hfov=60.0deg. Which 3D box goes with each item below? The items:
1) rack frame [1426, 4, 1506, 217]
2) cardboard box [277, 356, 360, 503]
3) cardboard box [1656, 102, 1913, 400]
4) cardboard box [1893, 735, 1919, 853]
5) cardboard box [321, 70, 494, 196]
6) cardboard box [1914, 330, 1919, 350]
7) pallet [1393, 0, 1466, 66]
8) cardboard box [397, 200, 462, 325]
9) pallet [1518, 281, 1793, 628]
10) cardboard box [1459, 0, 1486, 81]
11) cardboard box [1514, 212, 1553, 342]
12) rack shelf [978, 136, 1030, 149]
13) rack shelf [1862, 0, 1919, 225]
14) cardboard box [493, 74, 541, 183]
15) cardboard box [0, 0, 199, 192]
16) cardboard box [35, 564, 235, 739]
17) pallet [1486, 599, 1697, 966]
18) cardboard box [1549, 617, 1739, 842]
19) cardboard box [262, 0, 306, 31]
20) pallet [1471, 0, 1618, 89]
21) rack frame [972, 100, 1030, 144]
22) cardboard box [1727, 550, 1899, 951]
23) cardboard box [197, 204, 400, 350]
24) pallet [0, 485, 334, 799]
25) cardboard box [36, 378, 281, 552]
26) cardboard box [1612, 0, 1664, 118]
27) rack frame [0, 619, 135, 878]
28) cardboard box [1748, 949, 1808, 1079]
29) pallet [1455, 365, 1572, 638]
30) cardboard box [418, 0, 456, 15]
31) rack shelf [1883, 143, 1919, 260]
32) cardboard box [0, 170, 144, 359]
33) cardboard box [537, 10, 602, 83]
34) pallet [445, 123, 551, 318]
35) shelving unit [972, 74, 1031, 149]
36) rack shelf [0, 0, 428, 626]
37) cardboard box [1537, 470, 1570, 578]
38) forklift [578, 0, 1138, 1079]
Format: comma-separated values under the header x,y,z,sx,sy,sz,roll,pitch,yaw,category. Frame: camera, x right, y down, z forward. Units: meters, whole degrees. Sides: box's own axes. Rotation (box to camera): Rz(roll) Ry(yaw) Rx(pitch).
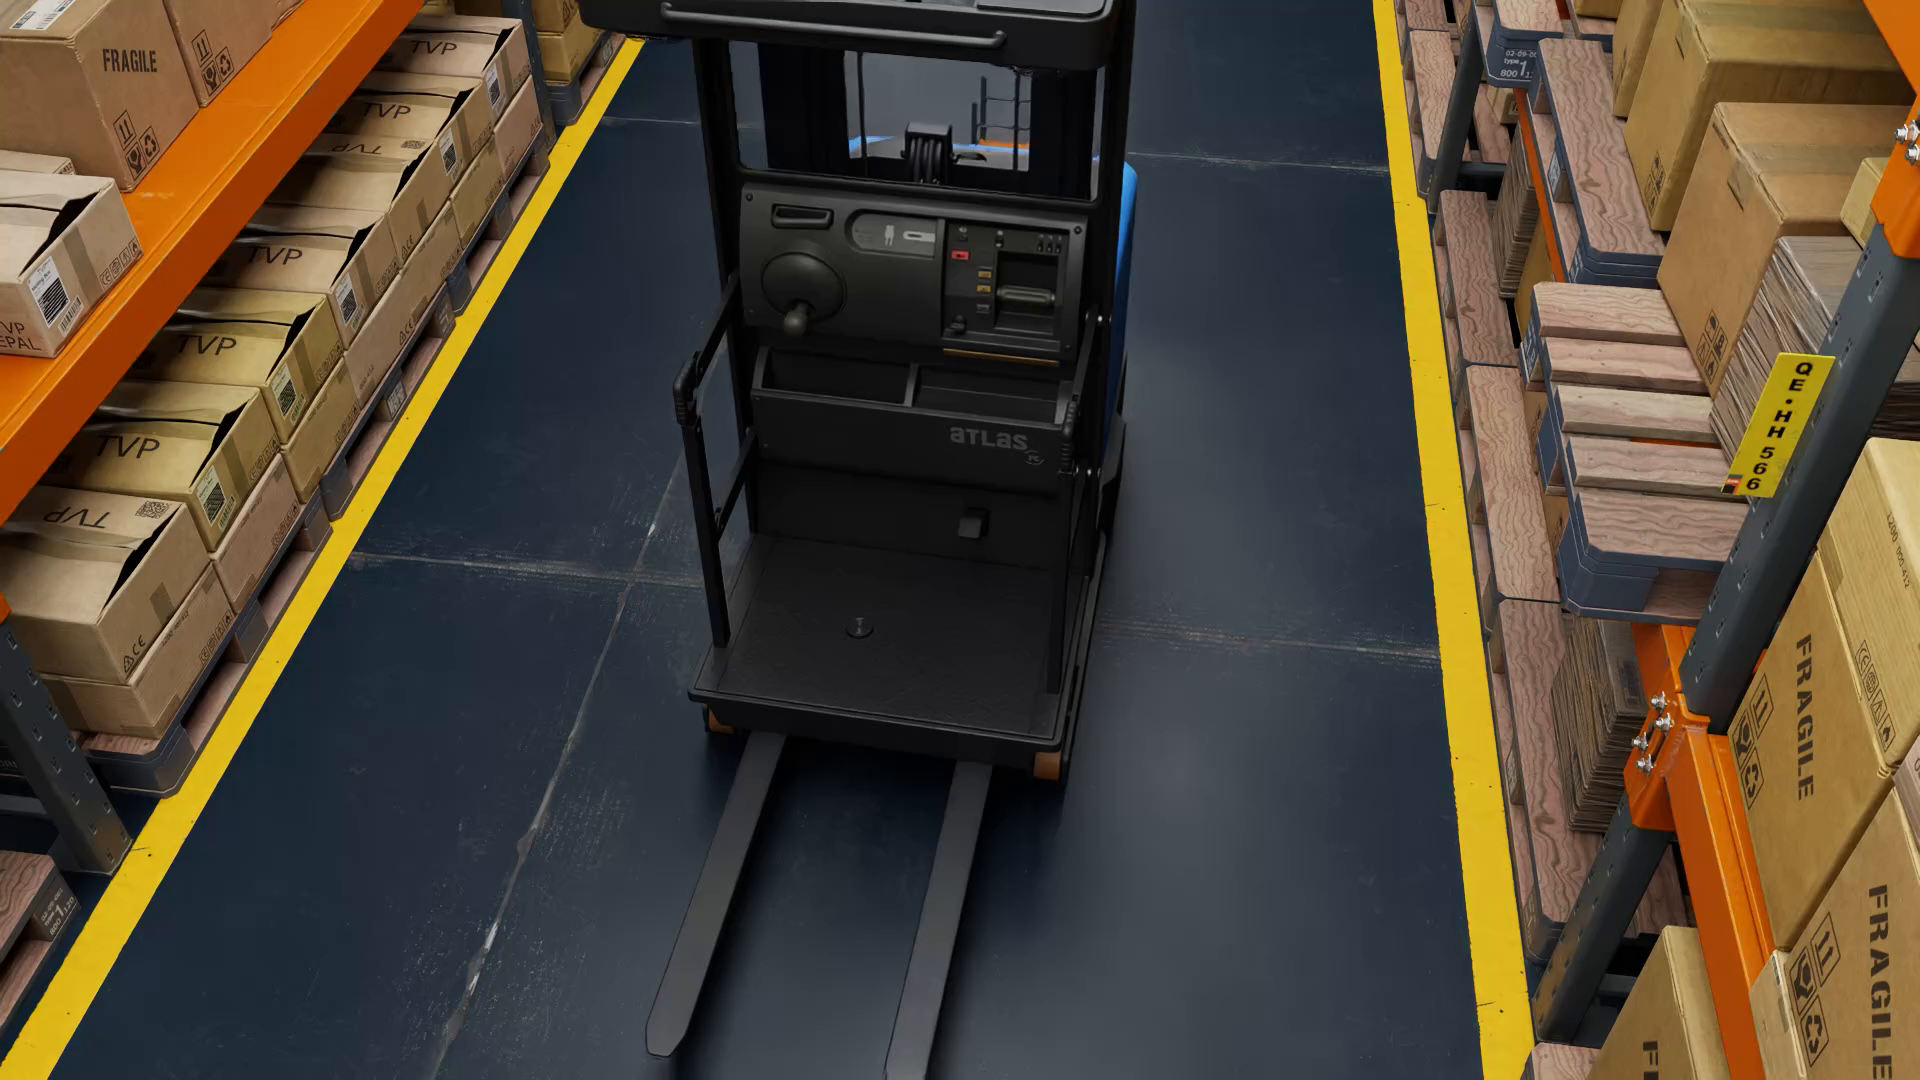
x,y,z,sx,sy,sz,roll,pitch,yaw,category
2.542,-2.494,6.202,1.000,3.000,0.127,5,44,6,rack frame
-2.409,-0.397,5.682,0.500,0.250,0.500,4,44,4,cardboard box
2.112,-0.668,3.881,0.700,0.500,0.500,1,43,2,cardboard box
1.627,0.461,2.232,0.500,0.250,0.500,5,44,5,cardboard box
-2.201,-1.642,6.589,0.500,0.311,0.500,6,44,7,cardboard box
2.029,-0.437,3.165,0.380,0.149,0.250,0,43,0,cardboard box
2.755,-2.776,8.528,1.003,0.211,1.213,5,44,6,pallet
-2.272,-1.093,6.417,0.500,0.250,0.500,6,44,6,cardboard box
2.002,-0.193,3.912,1.213,0.211,1.003,5,44,6,pallet
2.640,-2.457,7.661,0.500,0.500,0.500,2,43,2,cardboard box
2.443,-0.886,6.002,0.700,0.500,0.500,4,44,5,cardboard box
0.175,-1.307,5.799,0.258,0.103,0.180,7,44,8,rack shelf
2.278,-1.959,3.978,1.077,0.370,4.000,5,44,6,rack shelf
-2.136,-1.786,7.149,0.500,0.250,0.500,5,44,5,cardboard box
-2.692,-1.397,4.971,0.500,0.500,0.500,3,44,3,cardboard box
-2.537,0.300,4.945,0.500,0.250,0.500,5,44,5,cardboard box
2.118,0.713,4.844,1.003,0.211,1.213,5,44,6,pallet
2.057,0.485,4.554,0.700,0.500,0.500,6,44,6,cardboard box
-2.556,-2.097,5.710,0.500,0.500,0.500,8,44,9,cardboard box
2.297,-1.916,5.732,1.003,0.211,1.213,5,44,6,pallet
0.158,-1.016,5.951,0.240,1.200,0.006,7,44,8,rack frame
1.695,0.389,2.854,0.500,0.500,0.500,6,44,7,cardboard box
-2.339,-0.960,5.868,0.500,0.311,0.500,5,44,5,cardboard box
-2.750,0.240,5.343,1.003,0.211,1.213,5,44,6,pallet
-2.476,-0.262,5.132,0.500,0.311,0.500,4,44,4,cardboard box
2.304,-1.514,4.775,0.700,0.500,0.500,11,45,11,cardboard box
-2.898,-0.215,3.796,1.000,3.000,0.127,5,44,6,rack frame
1.579,0.864,2.824,0.380,0.149,0.250,6,44,7,cardboard box
2.282,-0.116,5.719,1.003,0.211,1.213,5,44,6,pallet
-2.524,-2.431,7.830,0.500,0.250,0.500,5,44,6,cardboard box
1.749,0.768,1.099,1.077,0.370,4.000,5,44,6,rack shelf
-2.587,-0.775,4.451,0.500,0.311,0.500,5,44,5,cardboard box
-2.007,-2.384,7.780,0.500,0.250,0.500,5,44,6,cardboard box
-2.427,-1.423,7.099,1.003,0.211,1.213,5,44,6,pallet
0.175,-1.078,6.016,0.258,1.200,0.189,7,44,8,shelving unit
-2.633,-1.317,5.483,1.077,0.370,4.000,5,44,6,rack shelf
2.278,-0.197,5.274,0.700,0.500,0.500,5,44,5,cardboard box
-0.169,-0.622,4.275,1.130,2.935,3.031,7,44,8,forklift
